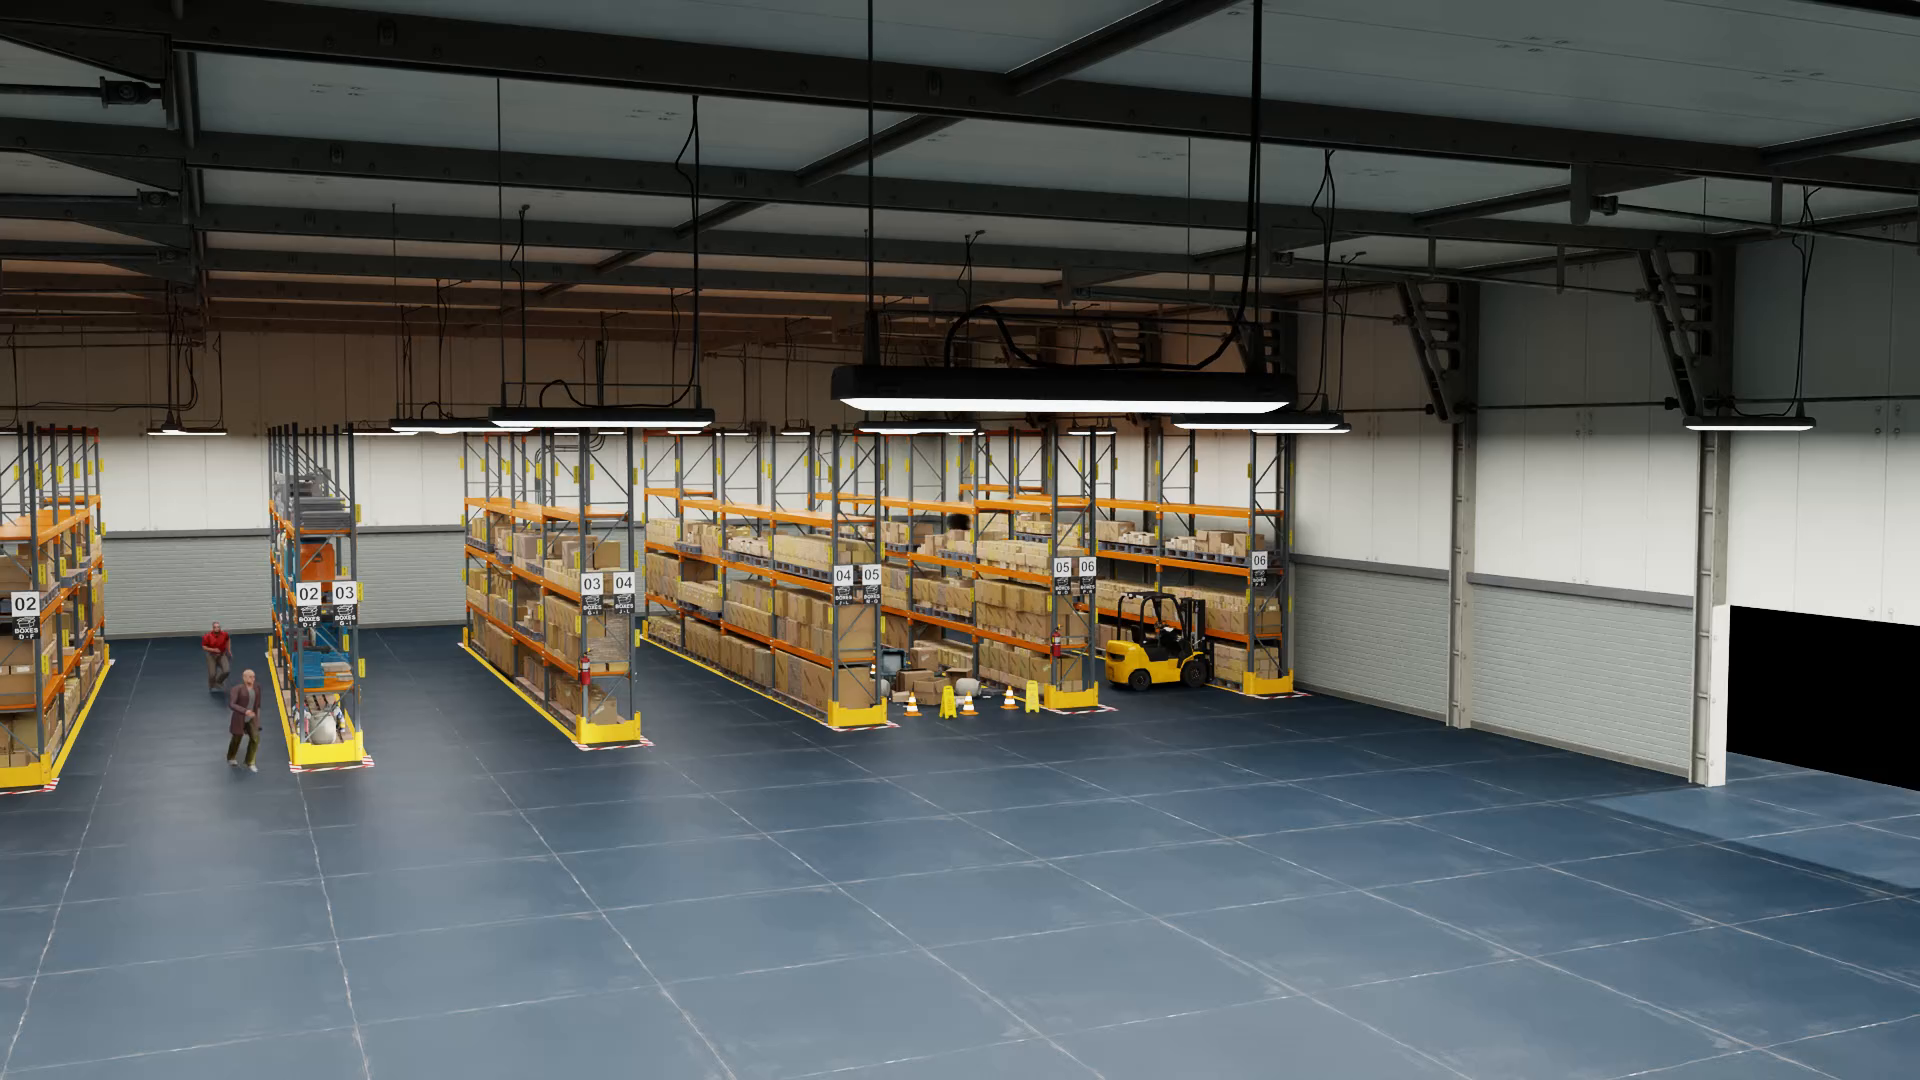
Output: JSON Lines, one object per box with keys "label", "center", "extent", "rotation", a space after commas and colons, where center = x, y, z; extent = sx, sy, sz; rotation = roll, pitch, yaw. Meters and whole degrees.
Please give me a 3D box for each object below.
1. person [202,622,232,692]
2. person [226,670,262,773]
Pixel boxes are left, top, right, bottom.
{"label": "person", "center": [-16.666, 2.628, 37.333], "extent": [0.679, 1.615, 0.854], "rotation": [-3, 5, -39]}
{"label": "person", "center": [-12.333, 3.120, 28.692], "extent": [0.686, 1.805, 0.958], "rotation": [-3, 5, -45]}
